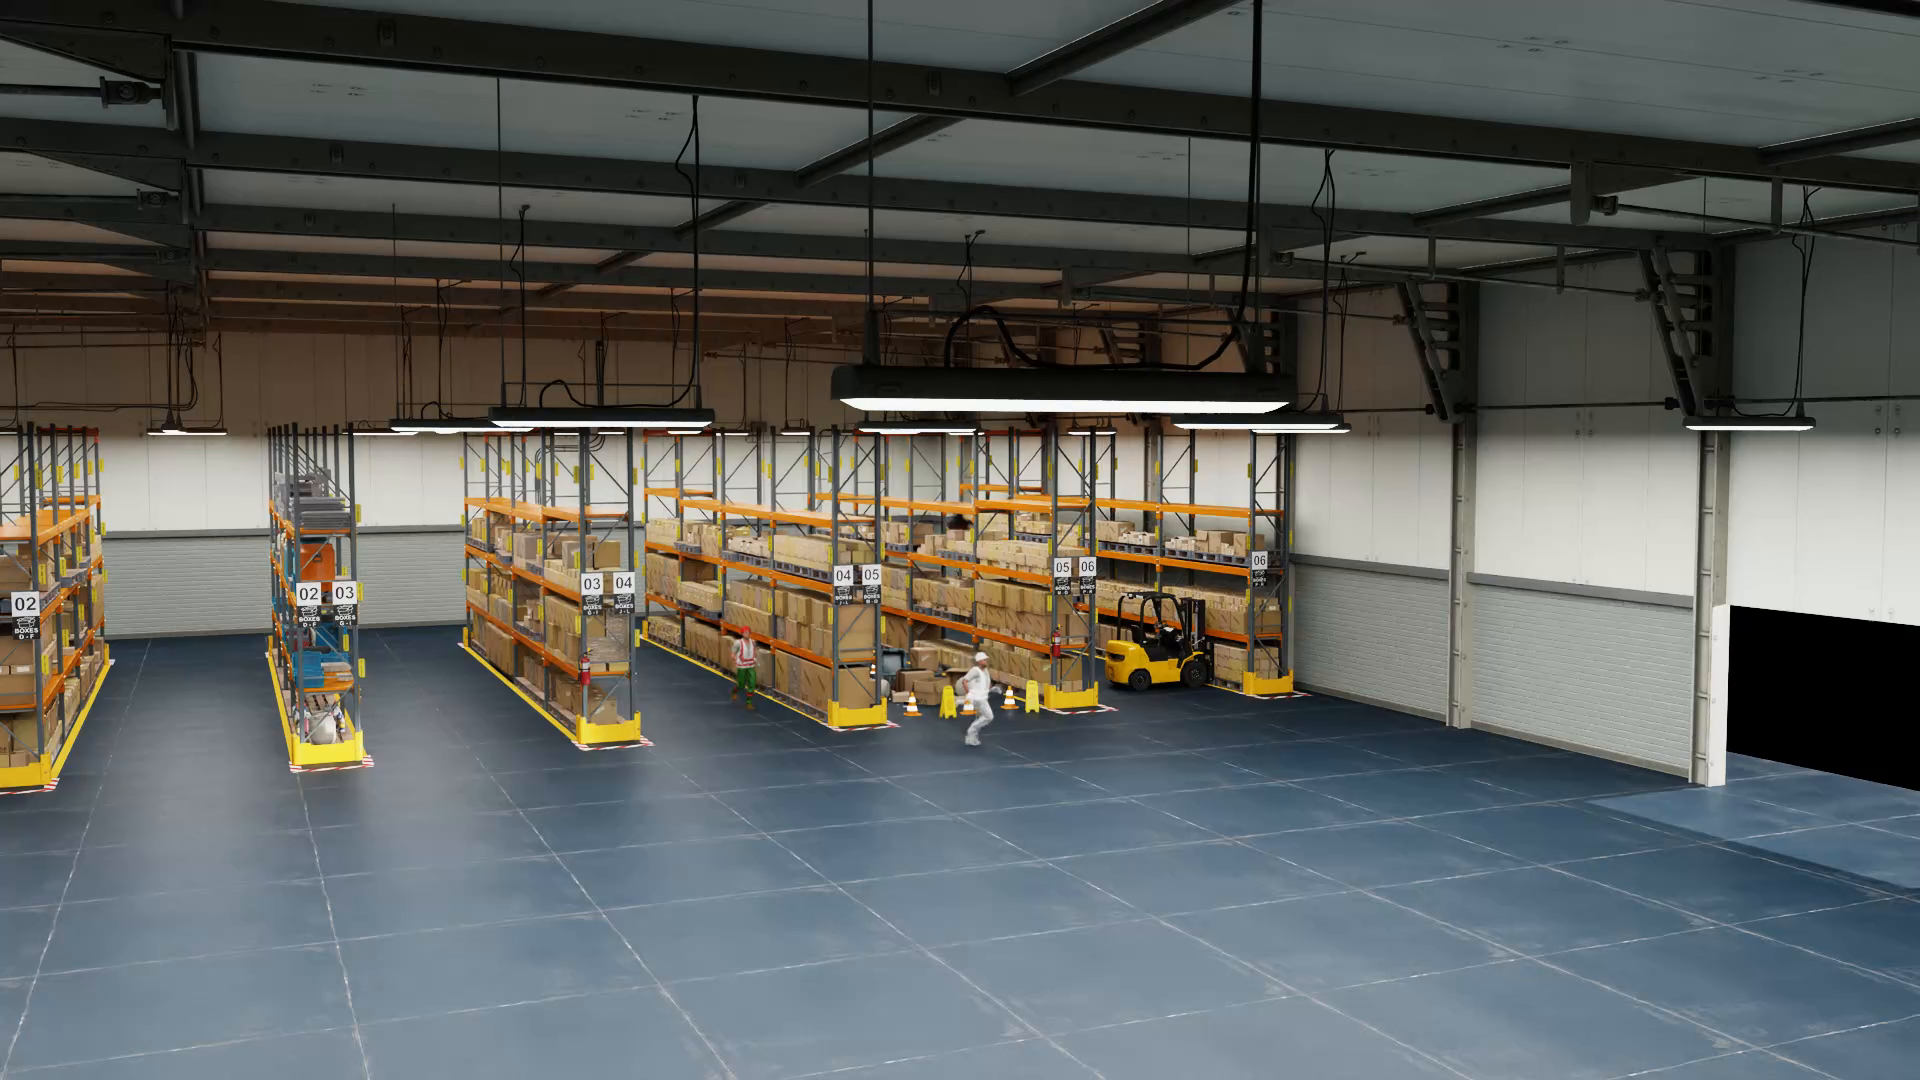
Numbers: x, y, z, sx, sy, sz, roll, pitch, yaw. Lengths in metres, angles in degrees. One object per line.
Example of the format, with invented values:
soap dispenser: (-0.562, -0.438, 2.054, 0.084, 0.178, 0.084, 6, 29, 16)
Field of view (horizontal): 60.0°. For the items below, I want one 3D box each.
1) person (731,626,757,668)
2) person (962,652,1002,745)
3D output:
person: (-4.529, 2.246, 35.158, 0.643, 0.862, 0.359, -2, 4, -33)
person: (0.414, 2.952, 30.895, 0.695, 1.732, 0.677, 1, 4, 20)
